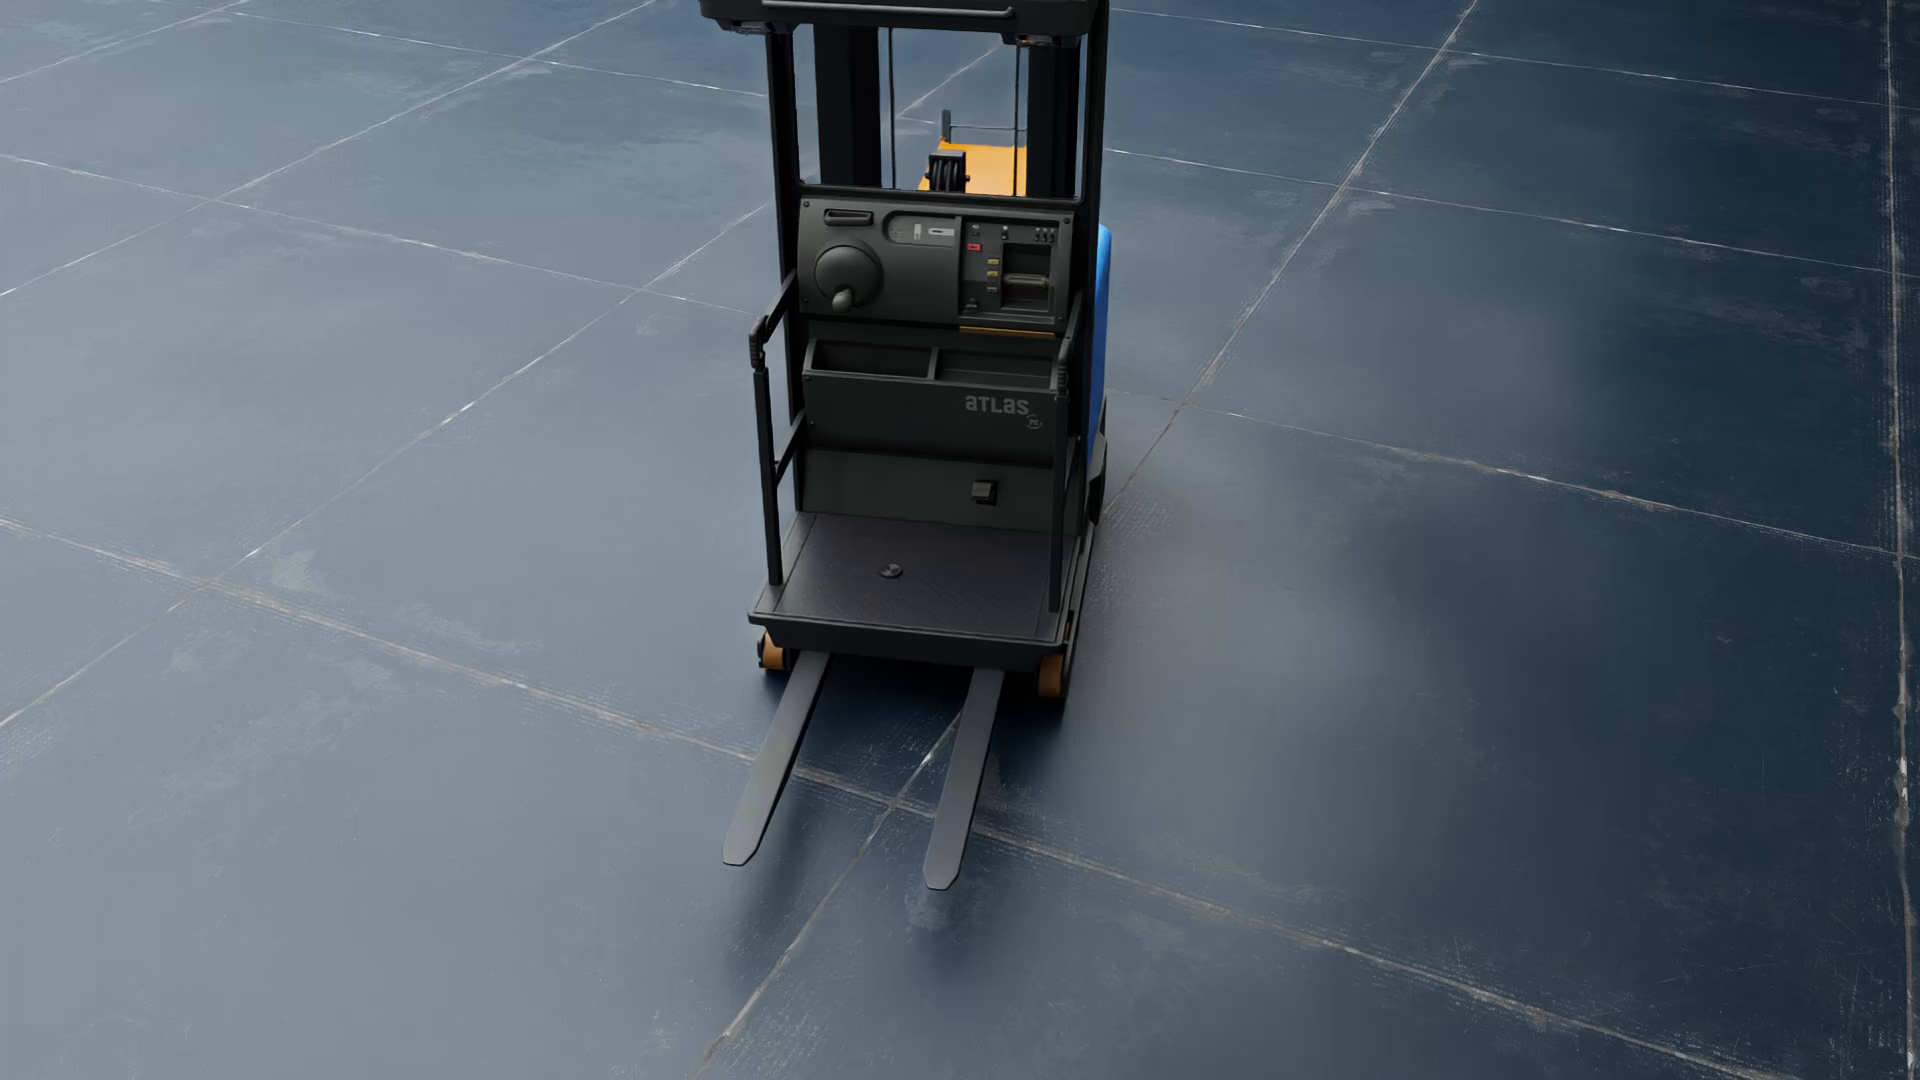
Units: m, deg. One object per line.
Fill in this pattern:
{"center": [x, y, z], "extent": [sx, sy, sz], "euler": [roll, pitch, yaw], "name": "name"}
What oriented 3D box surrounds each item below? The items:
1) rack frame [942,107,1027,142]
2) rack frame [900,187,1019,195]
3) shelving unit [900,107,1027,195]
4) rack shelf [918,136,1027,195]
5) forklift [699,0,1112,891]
{"center": [0.163, -1.527, 8.053], "extent": [0.500, 1.125, 0.032], "euler": [5, 34, 8], "name": "rack frame"}
{"center": [-0.003, -0.977, 7.214], "extent": [0.500, 1.125, 0.032], "euler": [5, 34, 8], "name": "rack frame"}
{"center": [0.080, -1.252, 7.633], "extent": [0.538, 1.125, 1.048], "euler": [5, 34, 8], "name": "shelving unit"}
{"center": [0.080, -1.497, 7.473], "extent": [0.538, 0.278, 1.000], "euler": [5, 34, 8], "name": "rack shelf"}
{"center": [-0.119, -0.877, 5.414], "extent": [1.130, 2.935, 3.031], "euler": [5, 34, 8], "name": "forklift"}
